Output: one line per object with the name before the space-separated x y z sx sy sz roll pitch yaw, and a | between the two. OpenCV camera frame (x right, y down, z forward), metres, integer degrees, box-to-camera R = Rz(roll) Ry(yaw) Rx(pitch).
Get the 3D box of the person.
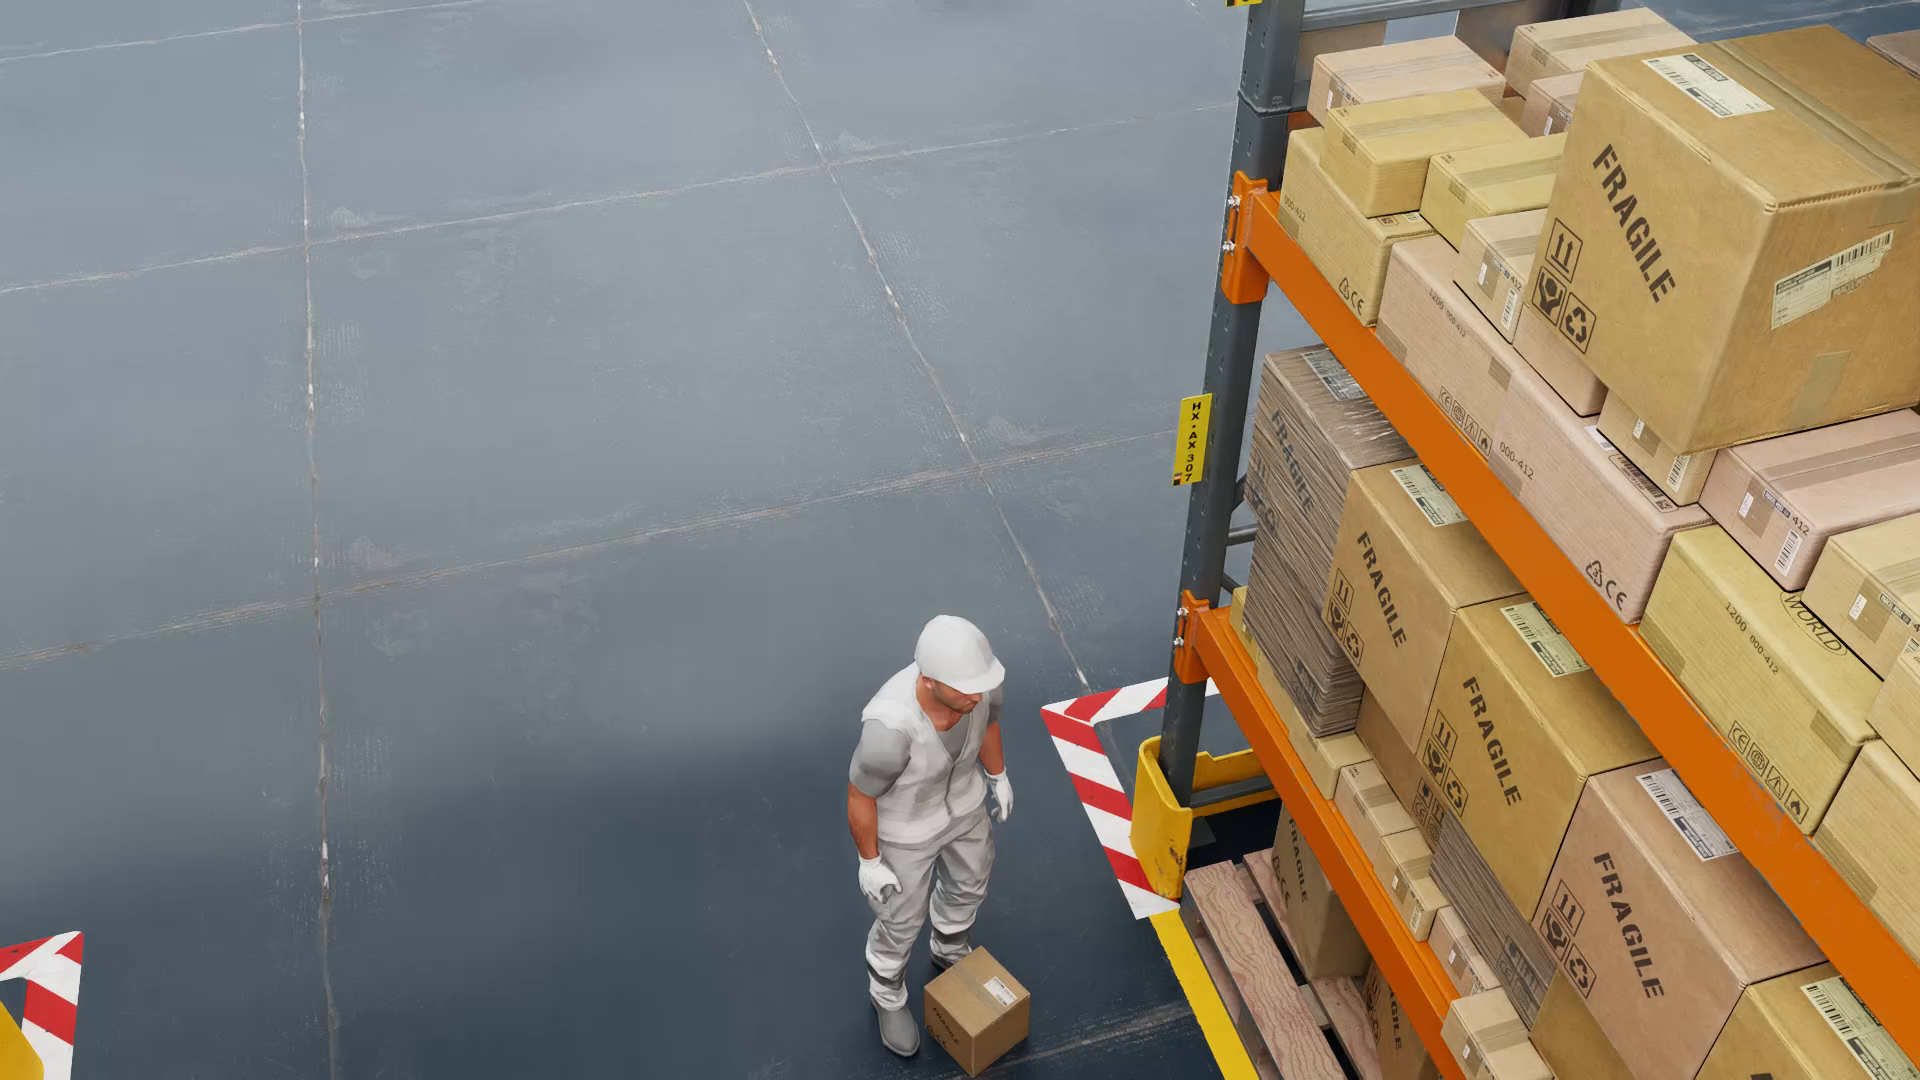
person | -0.075 0.878 5.169 0.616 1.778 0.453 -29 49 -29
